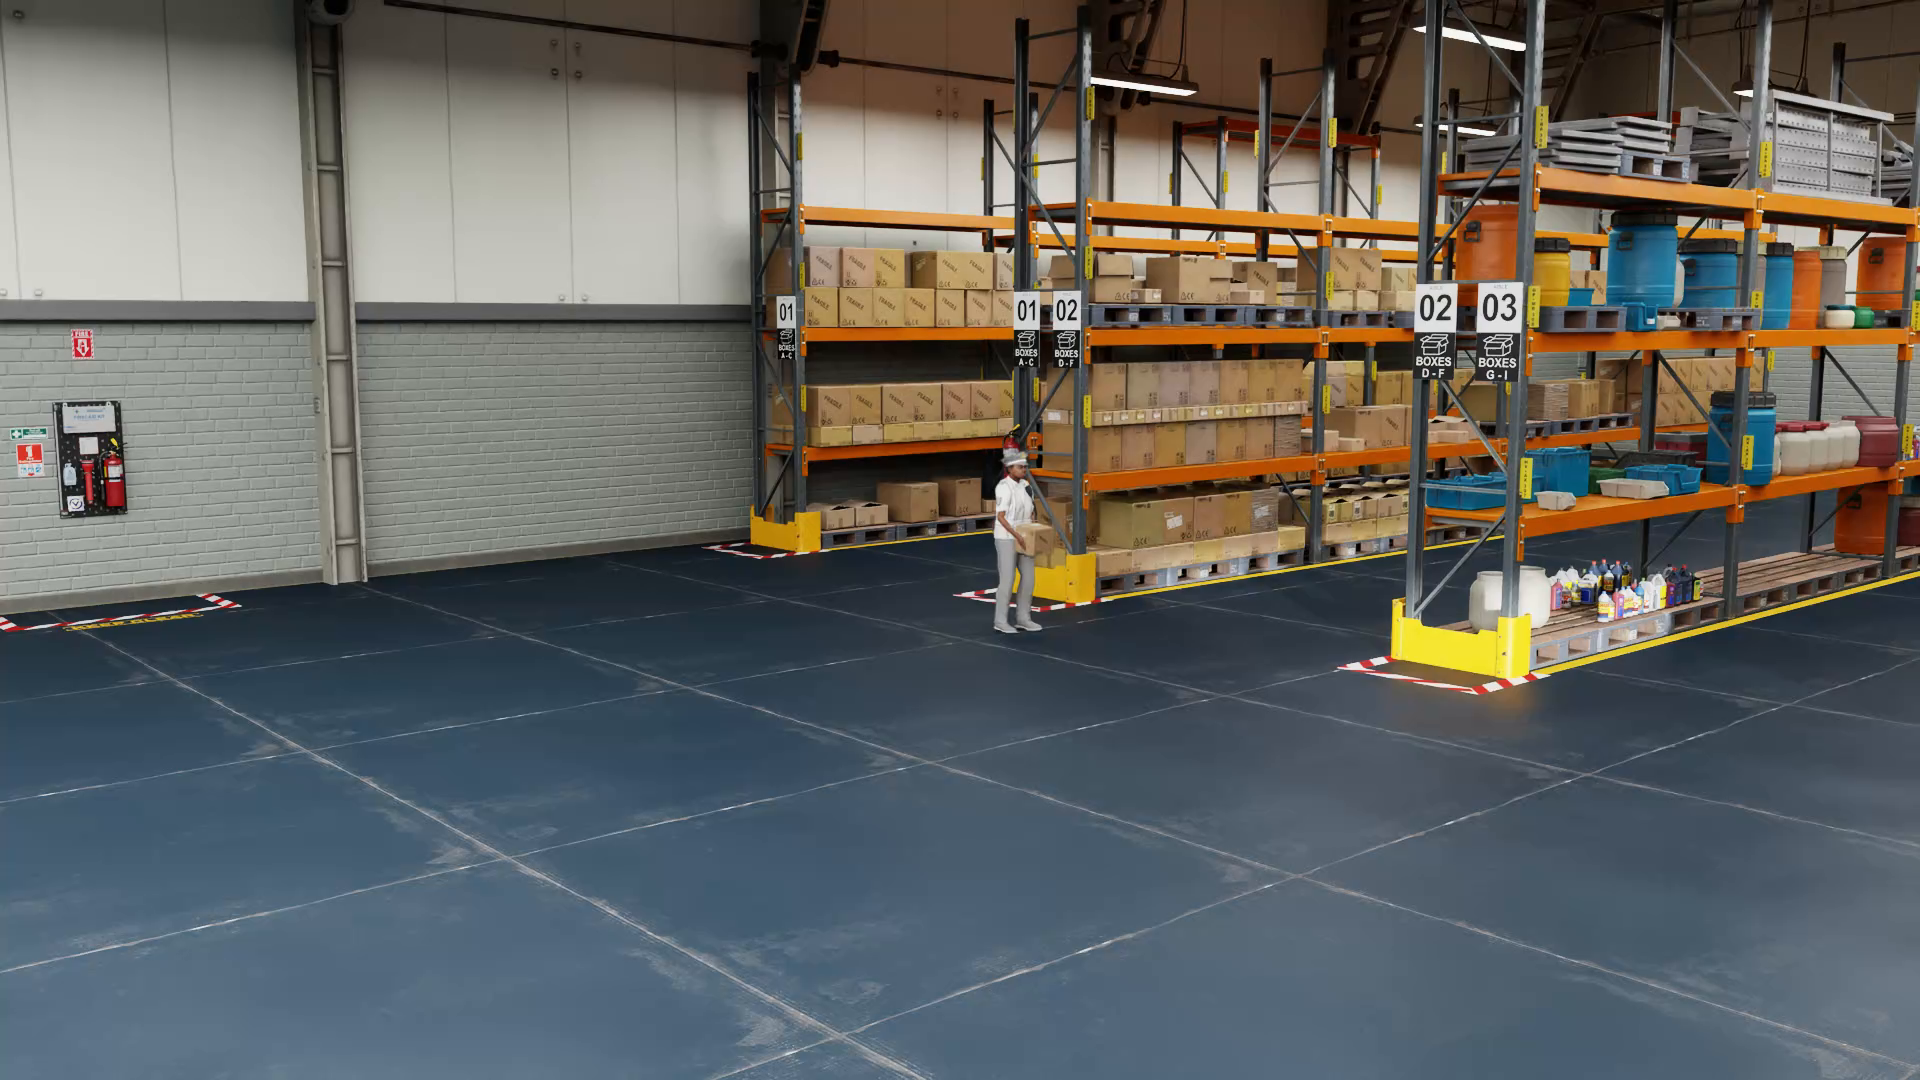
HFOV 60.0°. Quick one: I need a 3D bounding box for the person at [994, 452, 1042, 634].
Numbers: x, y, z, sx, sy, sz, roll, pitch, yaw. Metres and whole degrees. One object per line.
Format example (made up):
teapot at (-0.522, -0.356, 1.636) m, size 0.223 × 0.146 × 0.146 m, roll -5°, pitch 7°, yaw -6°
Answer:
person at (0.559, 0.014, 15.573) m, size 0.474 × 1.689 × 0.465 m, roll -7°, pitch 10°, yaw -41°
